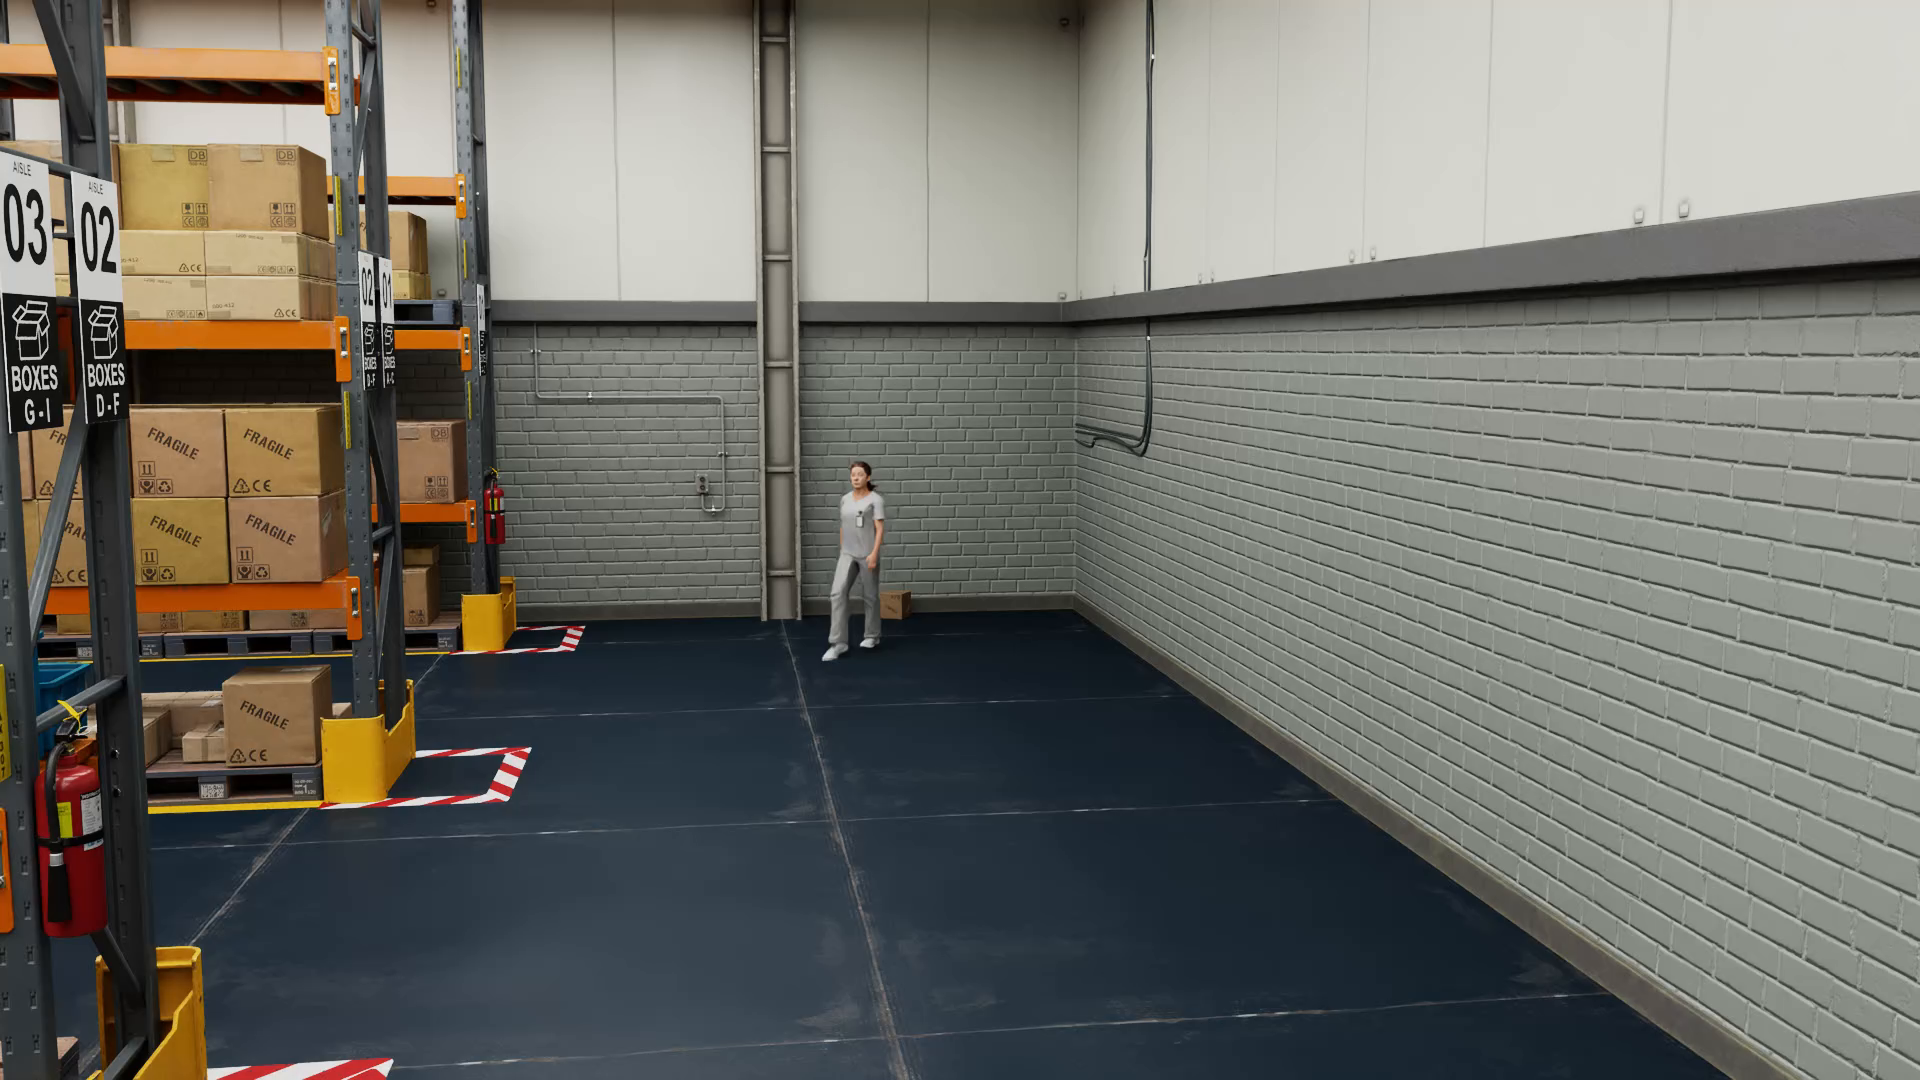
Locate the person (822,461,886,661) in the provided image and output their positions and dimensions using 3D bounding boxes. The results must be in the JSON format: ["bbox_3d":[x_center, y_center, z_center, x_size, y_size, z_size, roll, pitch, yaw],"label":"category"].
[{"bbox_3d":[-0.887,0.174,14.368,0.478,1.699,0.749,3,7,22],"label":"person"}]
